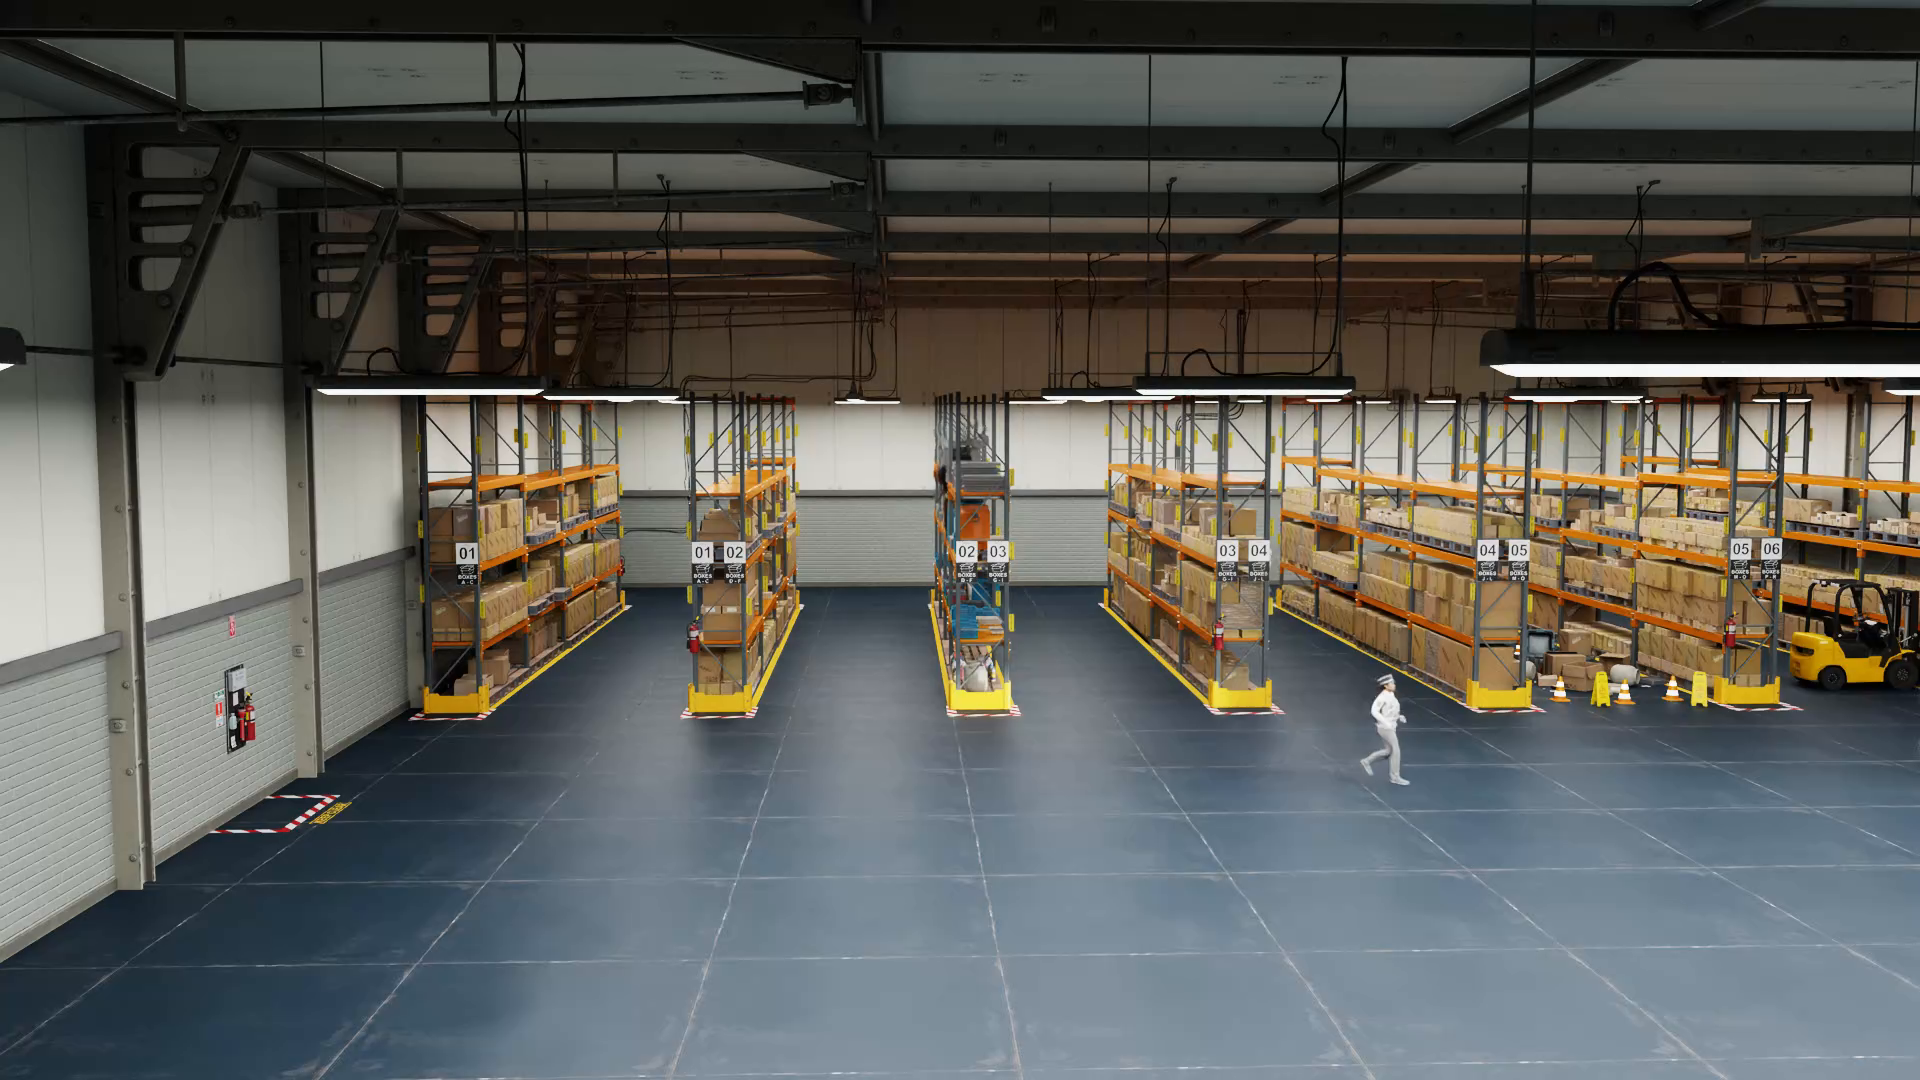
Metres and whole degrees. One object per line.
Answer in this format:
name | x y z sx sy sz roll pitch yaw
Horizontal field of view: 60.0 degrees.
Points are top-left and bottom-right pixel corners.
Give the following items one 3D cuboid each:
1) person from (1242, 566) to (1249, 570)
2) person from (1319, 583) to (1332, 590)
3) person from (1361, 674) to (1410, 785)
person | 7.923 1.130 46.790 0.683 1.699 0.533 1 5 9
person | 10.698 1.039 48.754 0.600 1.561 0.588 -3 6 -36
person | 6.448 2.858 25.237 0.766 1.682 0.627 2 5 26
